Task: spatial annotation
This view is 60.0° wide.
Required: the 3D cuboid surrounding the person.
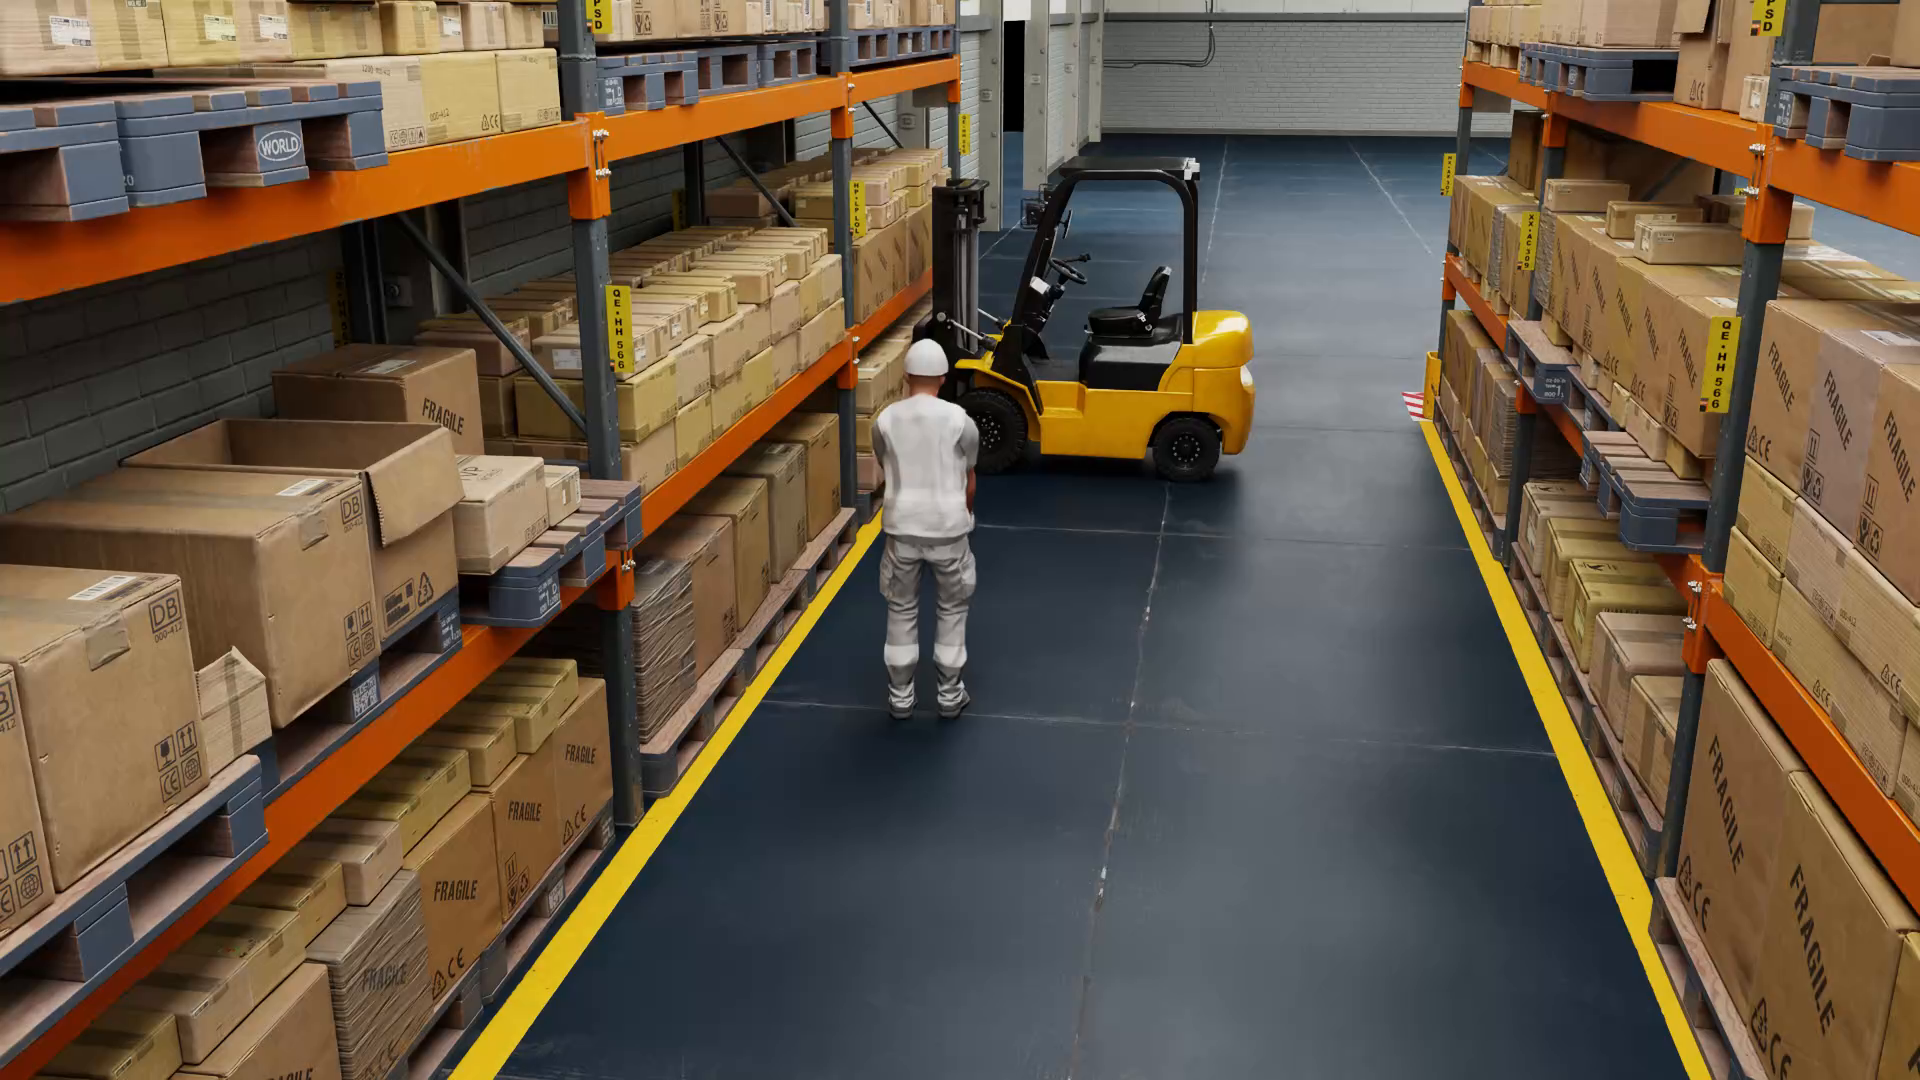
[{"bbox_3d":[-0.151,-0.057,7.713,0.491,1.773,0.576,2,18,8],"label":"person"}]
